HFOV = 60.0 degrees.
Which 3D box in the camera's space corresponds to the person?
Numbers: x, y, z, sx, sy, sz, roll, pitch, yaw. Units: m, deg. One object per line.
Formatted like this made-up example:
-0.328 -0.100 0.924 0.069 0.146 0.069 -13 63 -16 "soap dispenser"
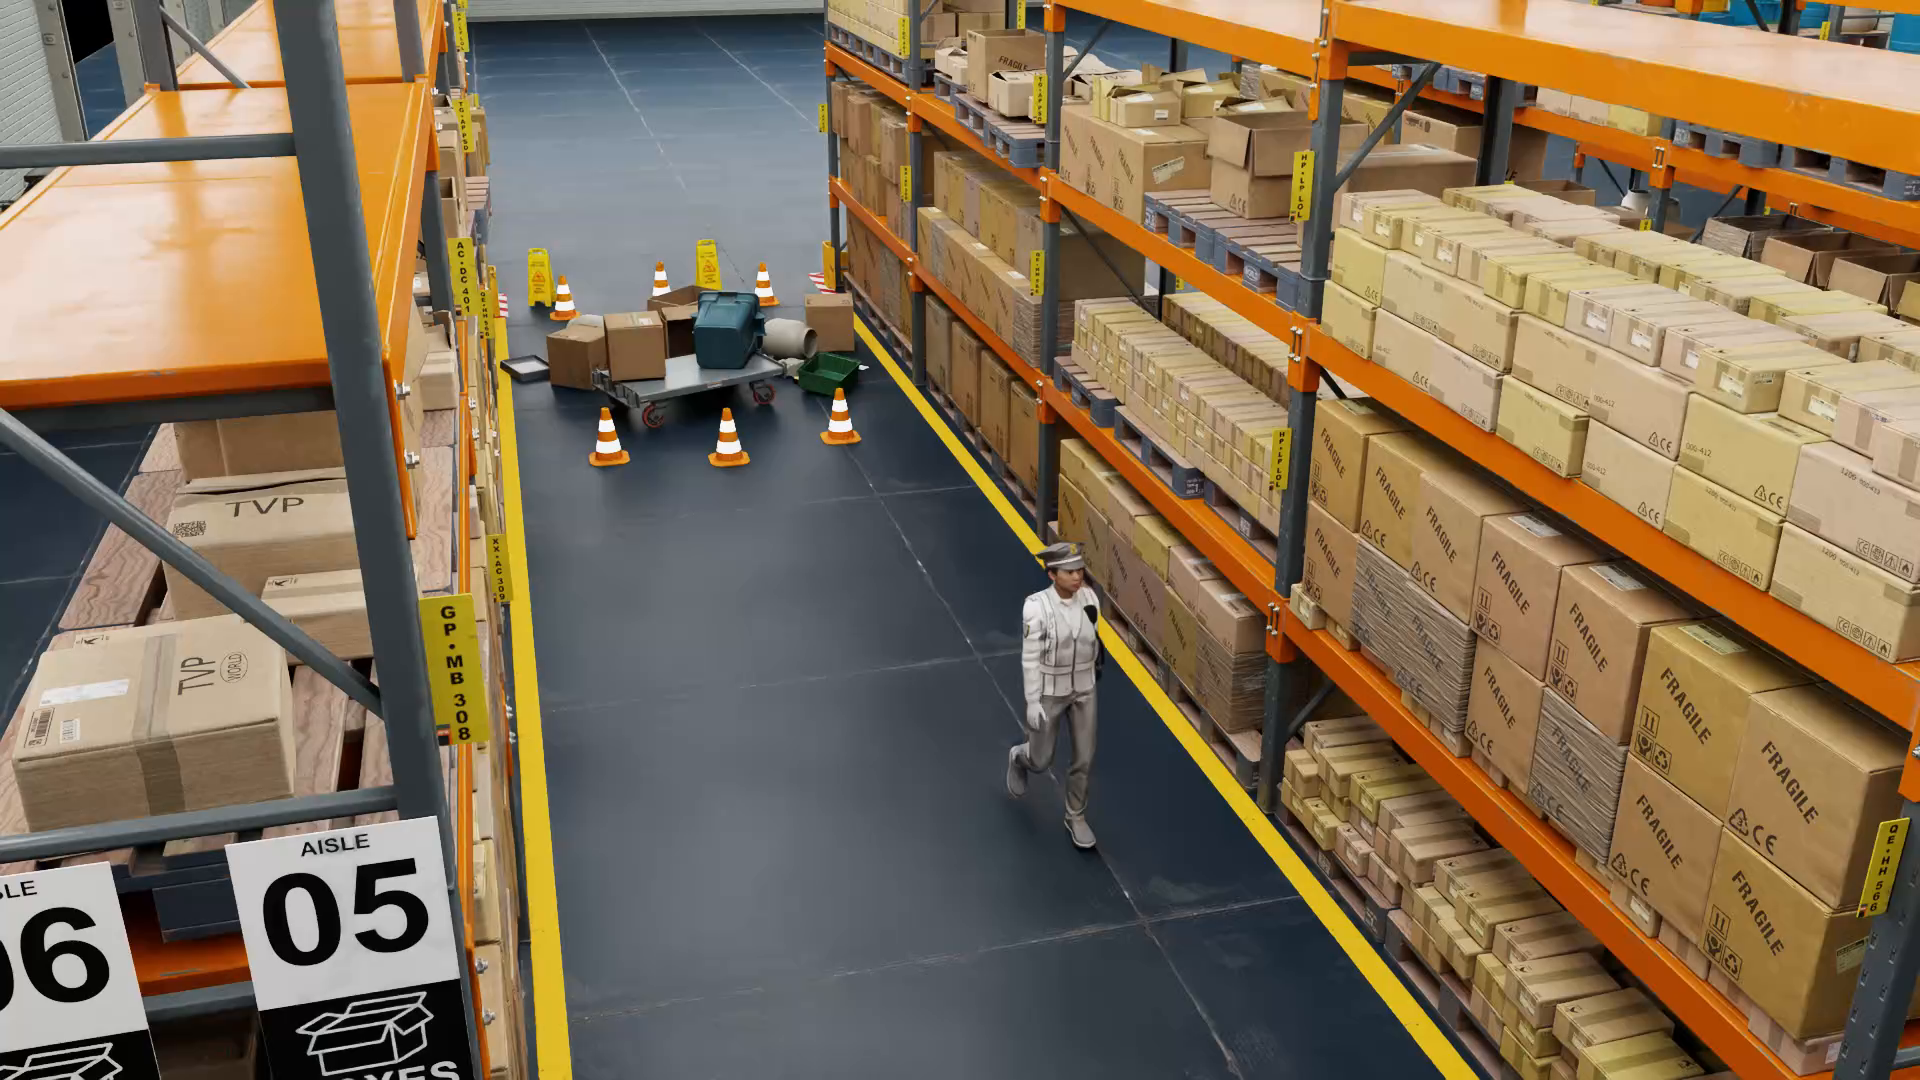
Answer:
-0.713 -0.555 8.921 6.510 2.360 21.563 -8 24 -17 "person"
